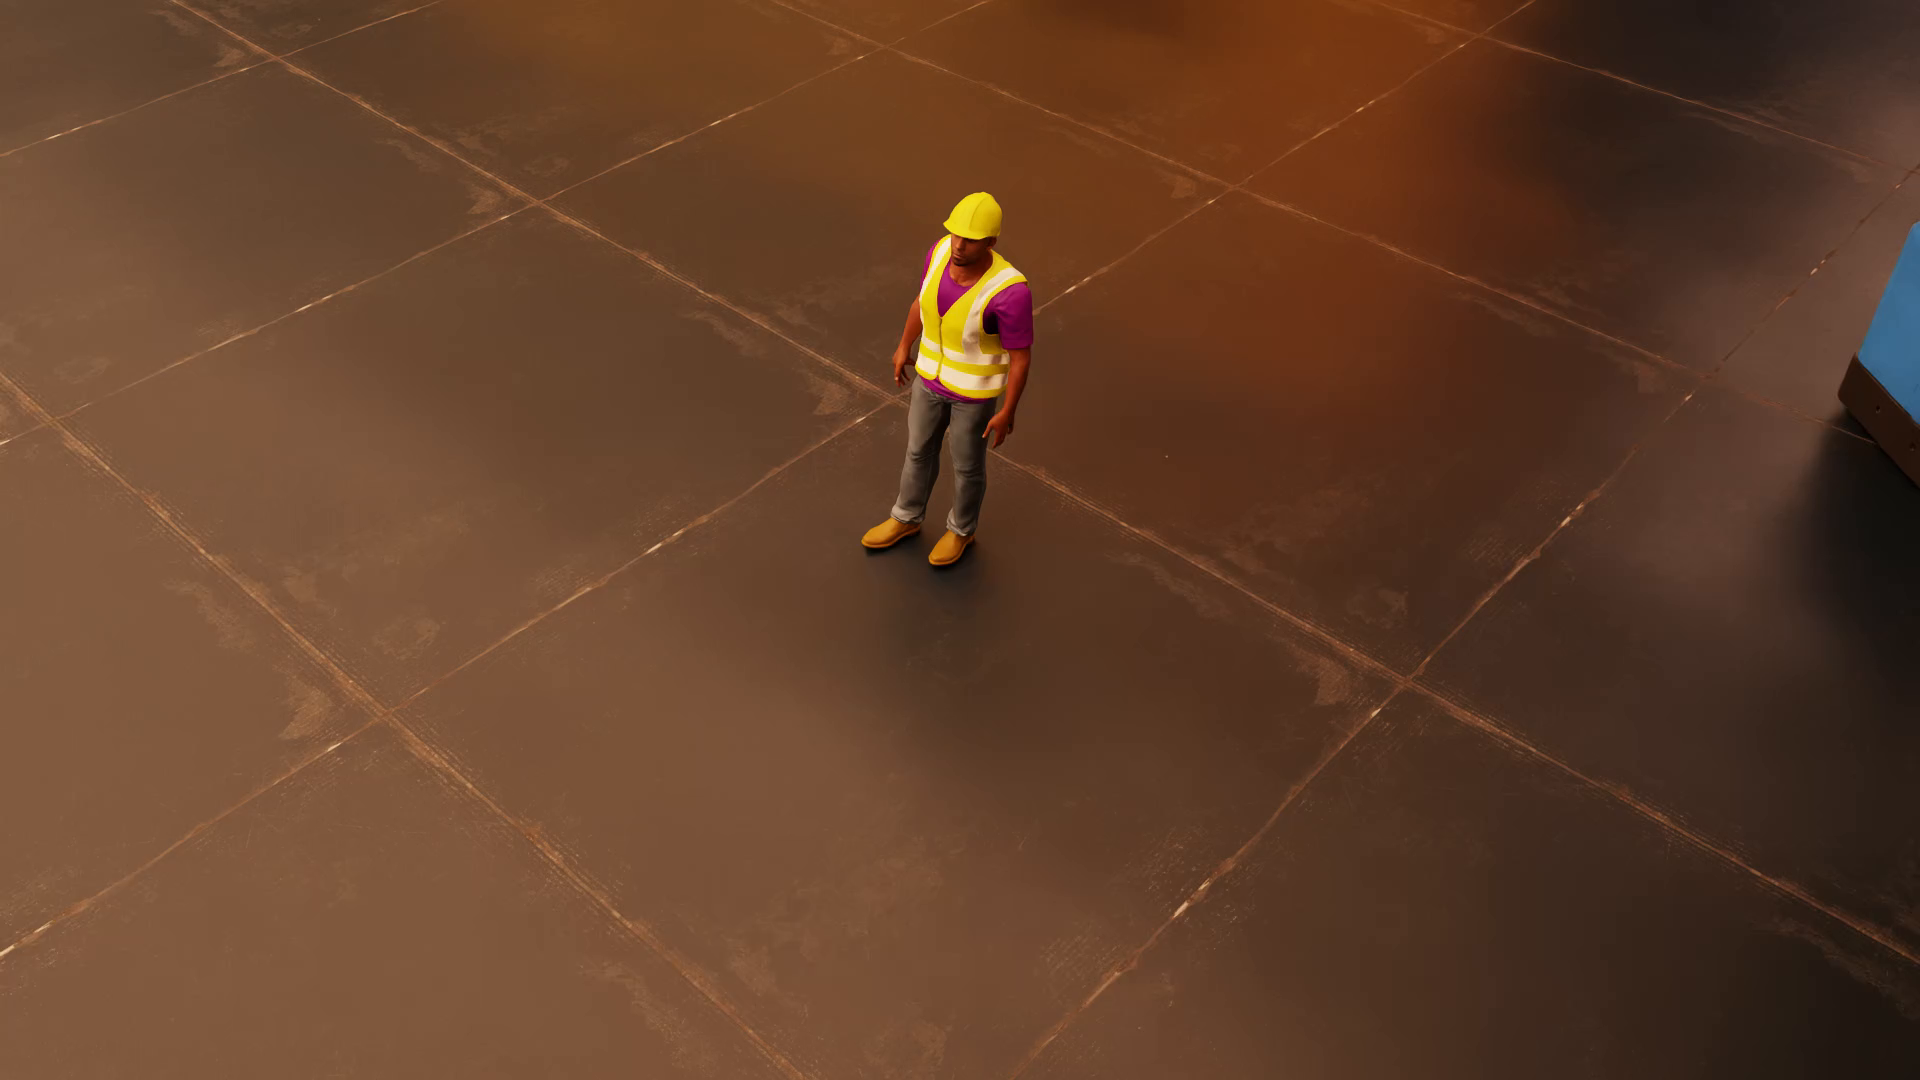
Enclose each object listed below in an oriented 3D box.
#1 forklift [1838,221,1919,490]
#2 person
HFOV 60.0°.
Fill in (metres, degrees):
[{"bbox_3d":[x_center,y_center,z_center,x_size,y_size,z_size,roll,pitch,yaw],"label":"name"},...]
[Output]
[{"bbox_3d":[5.994,-1.607,7.301,3.031,2.935,1.130,-4,41,-5],"label":"forklift"},{"bbox_3d":[-0.051,-0.646,7.064,0.665,1.765,0.577,31,49,31],"label":"person"}]
